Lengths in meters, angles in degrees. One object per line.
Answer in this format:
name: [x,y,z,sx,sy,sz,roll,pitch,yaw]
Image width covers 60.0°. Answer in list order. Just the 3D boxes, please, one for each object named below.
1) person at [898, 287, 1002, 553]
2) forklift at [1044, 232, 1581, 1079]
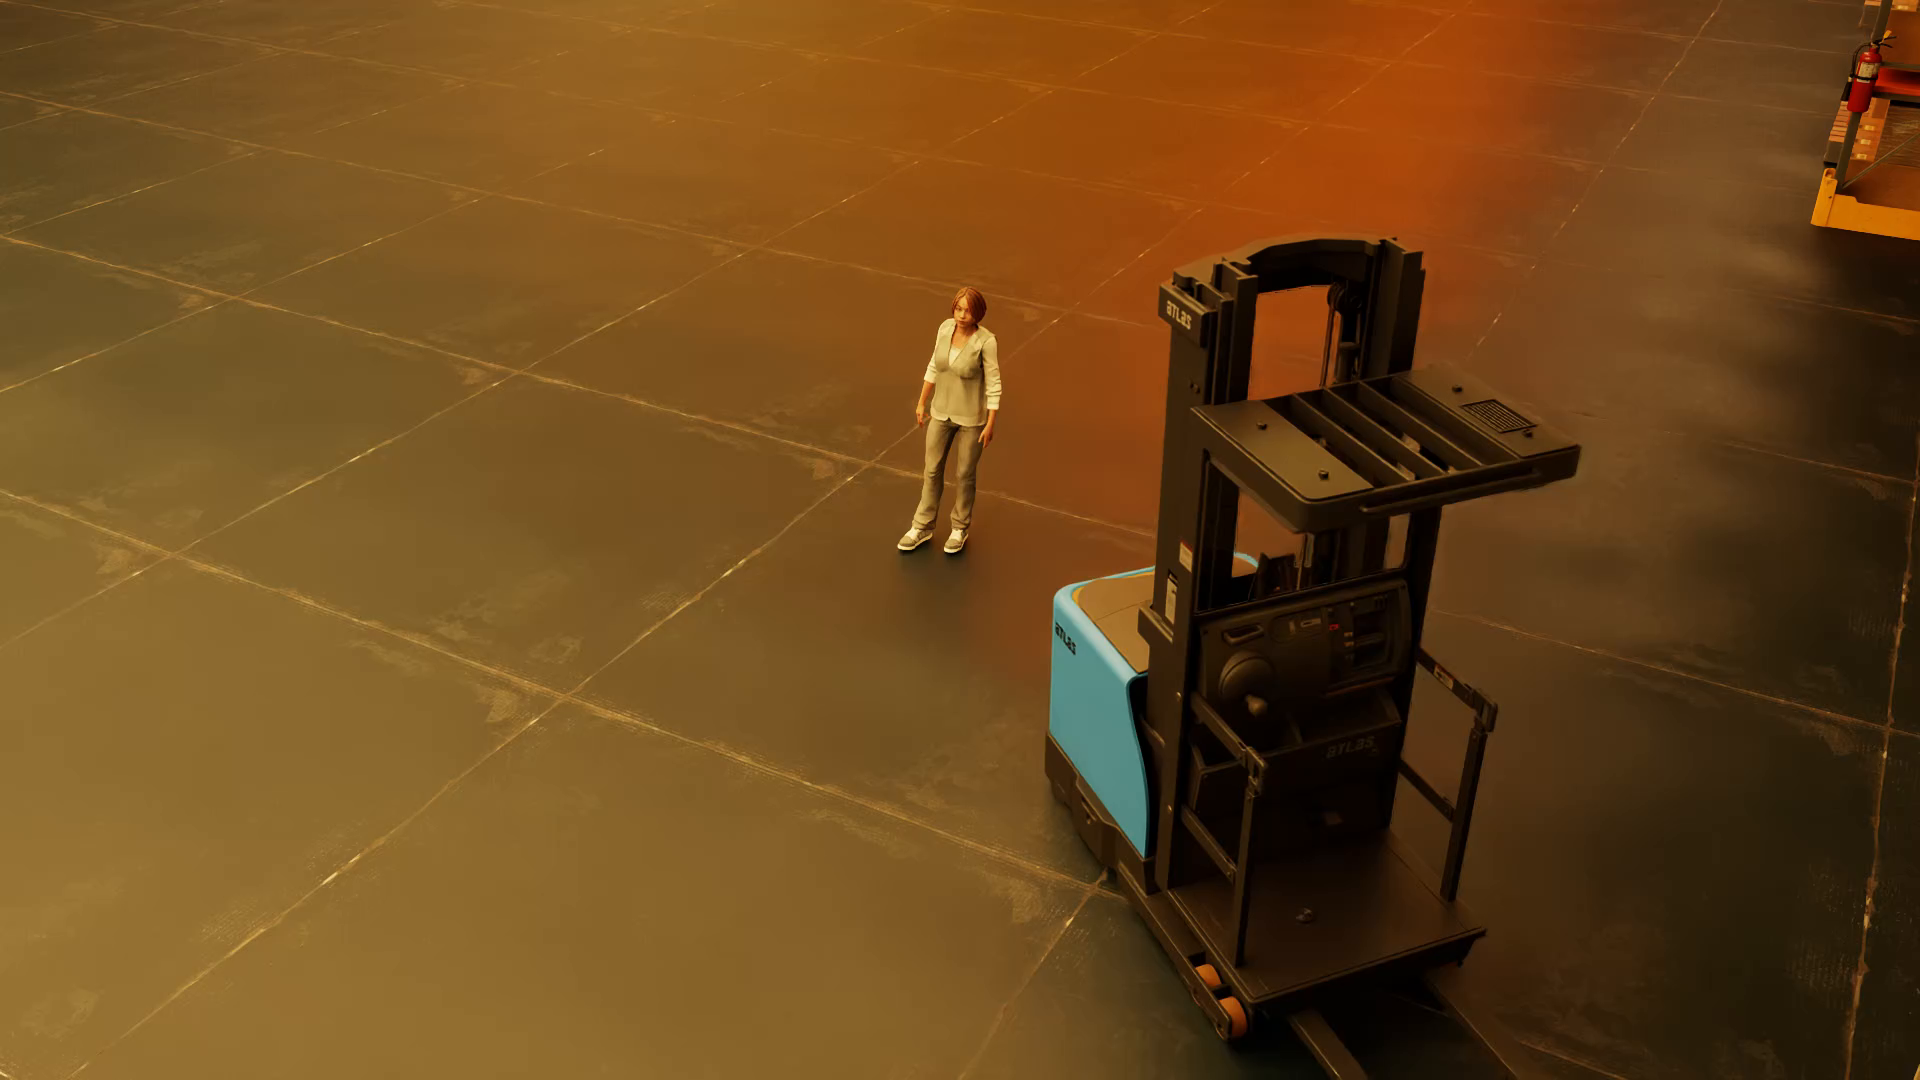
person: [-0.048,-0.666,9.552,0.521,1.590,0.475,15,33,25]
forklift: [1.423,0.466,6.263,1.130,2.935,3.031,-11,32,-19]
